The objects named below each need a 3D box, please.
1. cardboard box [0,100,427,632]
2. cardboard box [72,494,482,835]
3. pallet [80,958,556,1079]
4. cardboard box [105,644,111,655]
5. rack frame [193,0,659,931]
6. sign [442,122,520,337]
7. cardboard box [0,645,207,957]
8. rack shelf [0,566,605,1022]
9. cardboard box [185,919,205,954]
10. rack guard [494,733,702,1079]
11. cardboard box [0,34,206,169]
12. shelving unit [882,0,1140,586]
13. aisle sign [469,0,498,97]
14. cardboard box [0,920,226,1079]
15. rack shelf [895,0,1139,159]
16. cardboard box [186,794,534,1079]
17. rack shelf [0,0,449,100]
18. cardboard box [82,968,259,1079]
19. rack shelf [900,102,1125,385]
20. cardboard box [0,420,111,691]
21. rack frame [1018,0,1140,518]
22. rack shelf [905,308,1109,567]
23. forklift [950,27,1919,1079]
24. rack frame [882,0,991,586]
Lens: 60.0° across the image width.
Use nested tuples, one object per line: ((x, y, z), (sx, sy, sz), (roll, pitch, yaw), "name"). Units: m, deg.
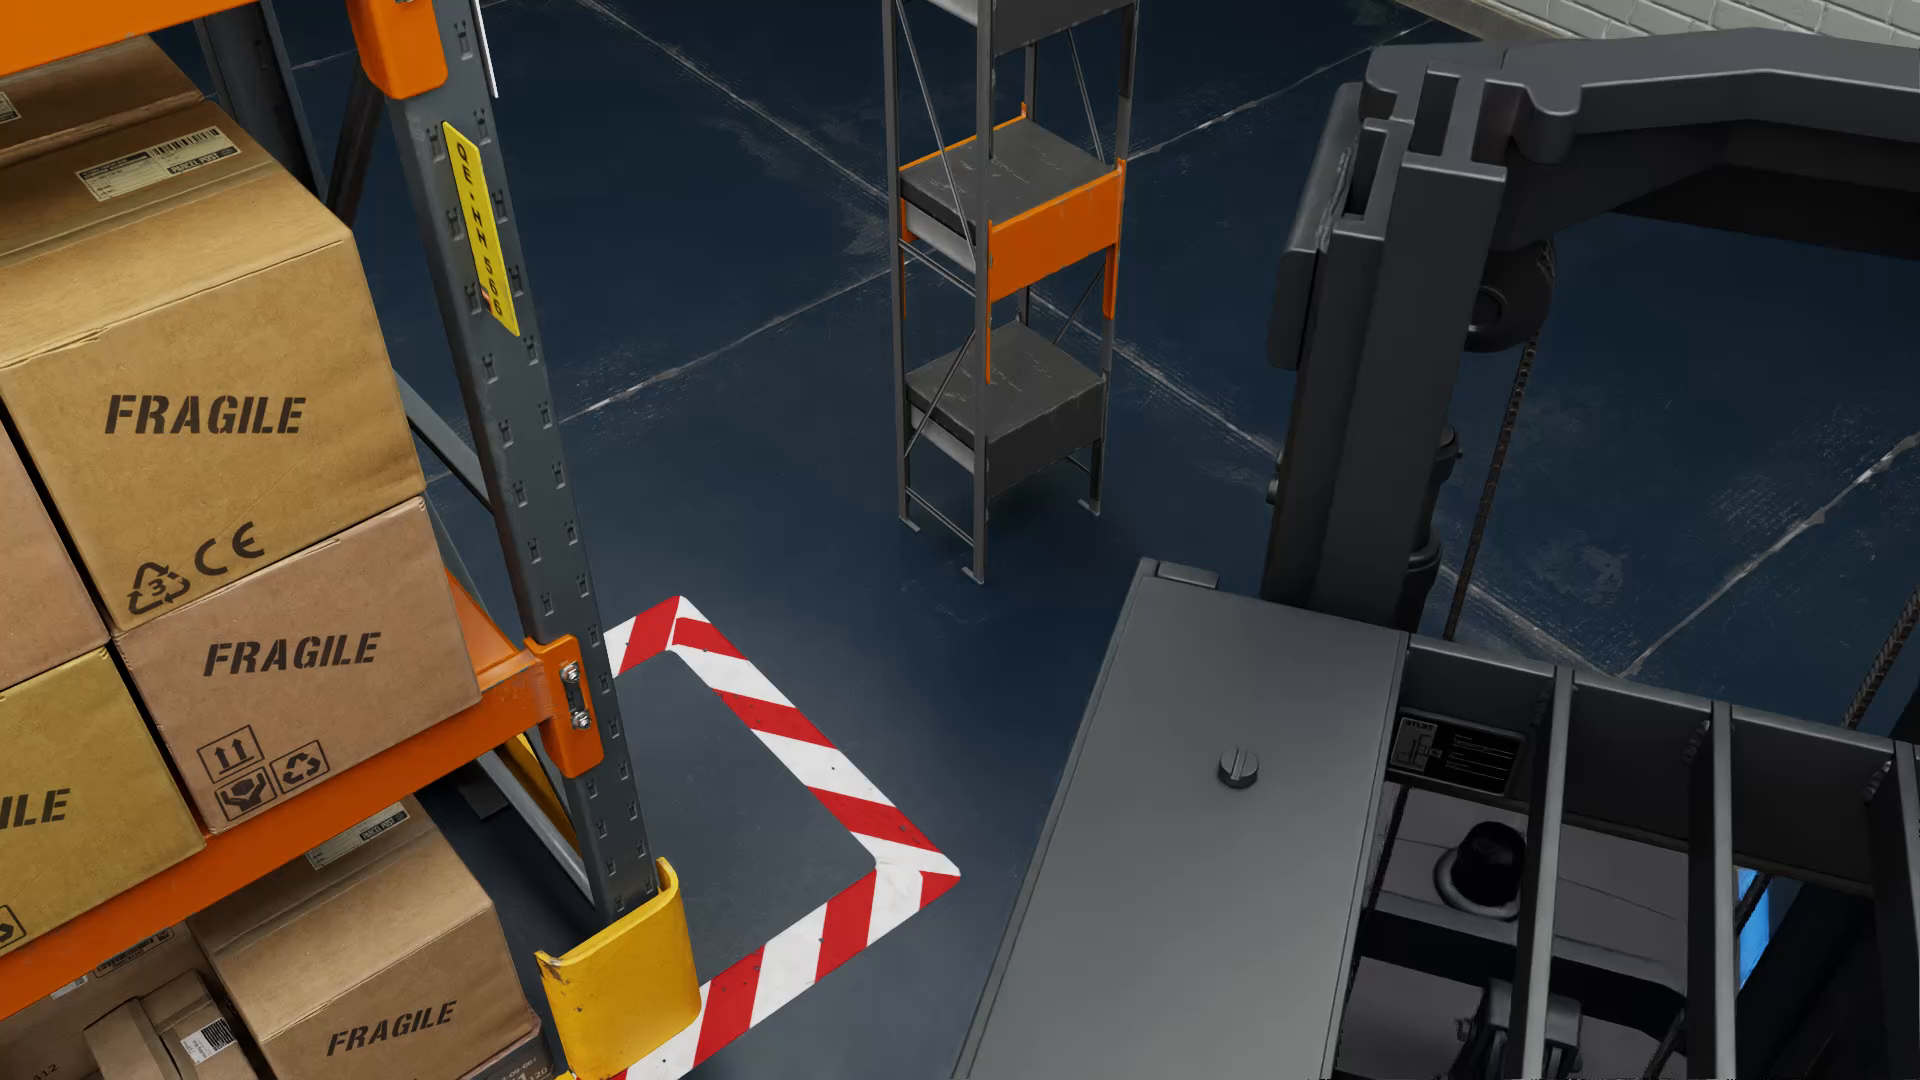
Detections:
((-1.214, -0.280, 2.553), (0.500, 0.500, 0.500), (-30, 51, -28), "cardboard box")
((-1.218, 0.085, 2.896), (0.500, 0.500, 0.500), (-28, 50, -27), "cardboard box")
((-1.719, 1.182, 3.837), (1.213, 0.211, 1.003), (-30, 51, -28), "pallet")
((-1.559, -0.199, 3.197), (0.500, 0.500, 0.500), (-29, 50, -27), "cardboard box")
((-1.049, -0.219, 3.292), (0.127, 3.000, 1.000), (-30, 51, -28), "rack frame")
((-0.709, -0.456, 2.467), (0.005, 0.325, 0.100), (-30, 51, -28), "sign")
((-1.614, 0.314, 2.651), (0.500, 0.500, 0.500), (-29, 51, -28), "cardboard box")
((-2.584, 0.922, 2.603), (4.000, 0.370, 1.077), (-30, 51, -28), "rack shelf")
((-1.783, 0.767, 3.990), (0.250, 0.166, 0.380), (-30, 51, -28), "cardboard box")
((-1.108, 0.726, 4.112), (0.348, 0.500, 1.175), (-30, 51, -28), "rack guard")
((-1.559, -0.563, 2.855), (0.500, 0.500, 0.500), (-28, 50, -27), "cardboard box")
((0.127, -0.838, 4.609), (0.503, 2.100, 0.431), (-30, 51, -28), "shelving unit")
((-0.801, -1.035, 2.262), (0.004, 0.787, 0.394), (-30, 51, -28), "aisle sign")
((-2.032, 0.933, 3.753), (0.500, 0.250, 0.500), (-30, 51, -28), "cardboard box")
((0.127, -1.338, 4.139), (0.480, 0.518, 0.431), (-30, 51, -28), "rack shelf")
((-1.308, 0.900, 3.605), (0.500, 0.500, 0.500), (-30, 51, -28), "cardboard box")
((-2.584, -0.171, 1.576), (4.000, 0.370, 1.077), (-30, 51, -28), "rack shelf")
((-1.677, 1.153, 3.580), (0.250, 0.166, 0.380), (-30, 51, -28), "cardboard box")
((0.127, -0.828, 4.618), (0.480, 0.518, 0.431), (-30, 51, -28), "rack shelf")
((-1.601, -0.057, 2.316), (0.500, 0.500, 0.500), (-28, 50, -27), "cardboard box")
((0.314, -0.945, 4.723), (0.015, 2.100, 0.400), (-30, 51, -28), "rack frame")
((0.127, -0.318, 5.097), (0.480, 0.518, 0.431), (-30, 51, -28), "rack shelf")
((0.592, 1.077, 1.963), (1.130, 2.935, 3.031), (13, 45, 13), "forklift")
((-0.060, -0.731, 4.494), (0.015, 2.100, 0.400), (-30, 51, -28), "rack frame")
